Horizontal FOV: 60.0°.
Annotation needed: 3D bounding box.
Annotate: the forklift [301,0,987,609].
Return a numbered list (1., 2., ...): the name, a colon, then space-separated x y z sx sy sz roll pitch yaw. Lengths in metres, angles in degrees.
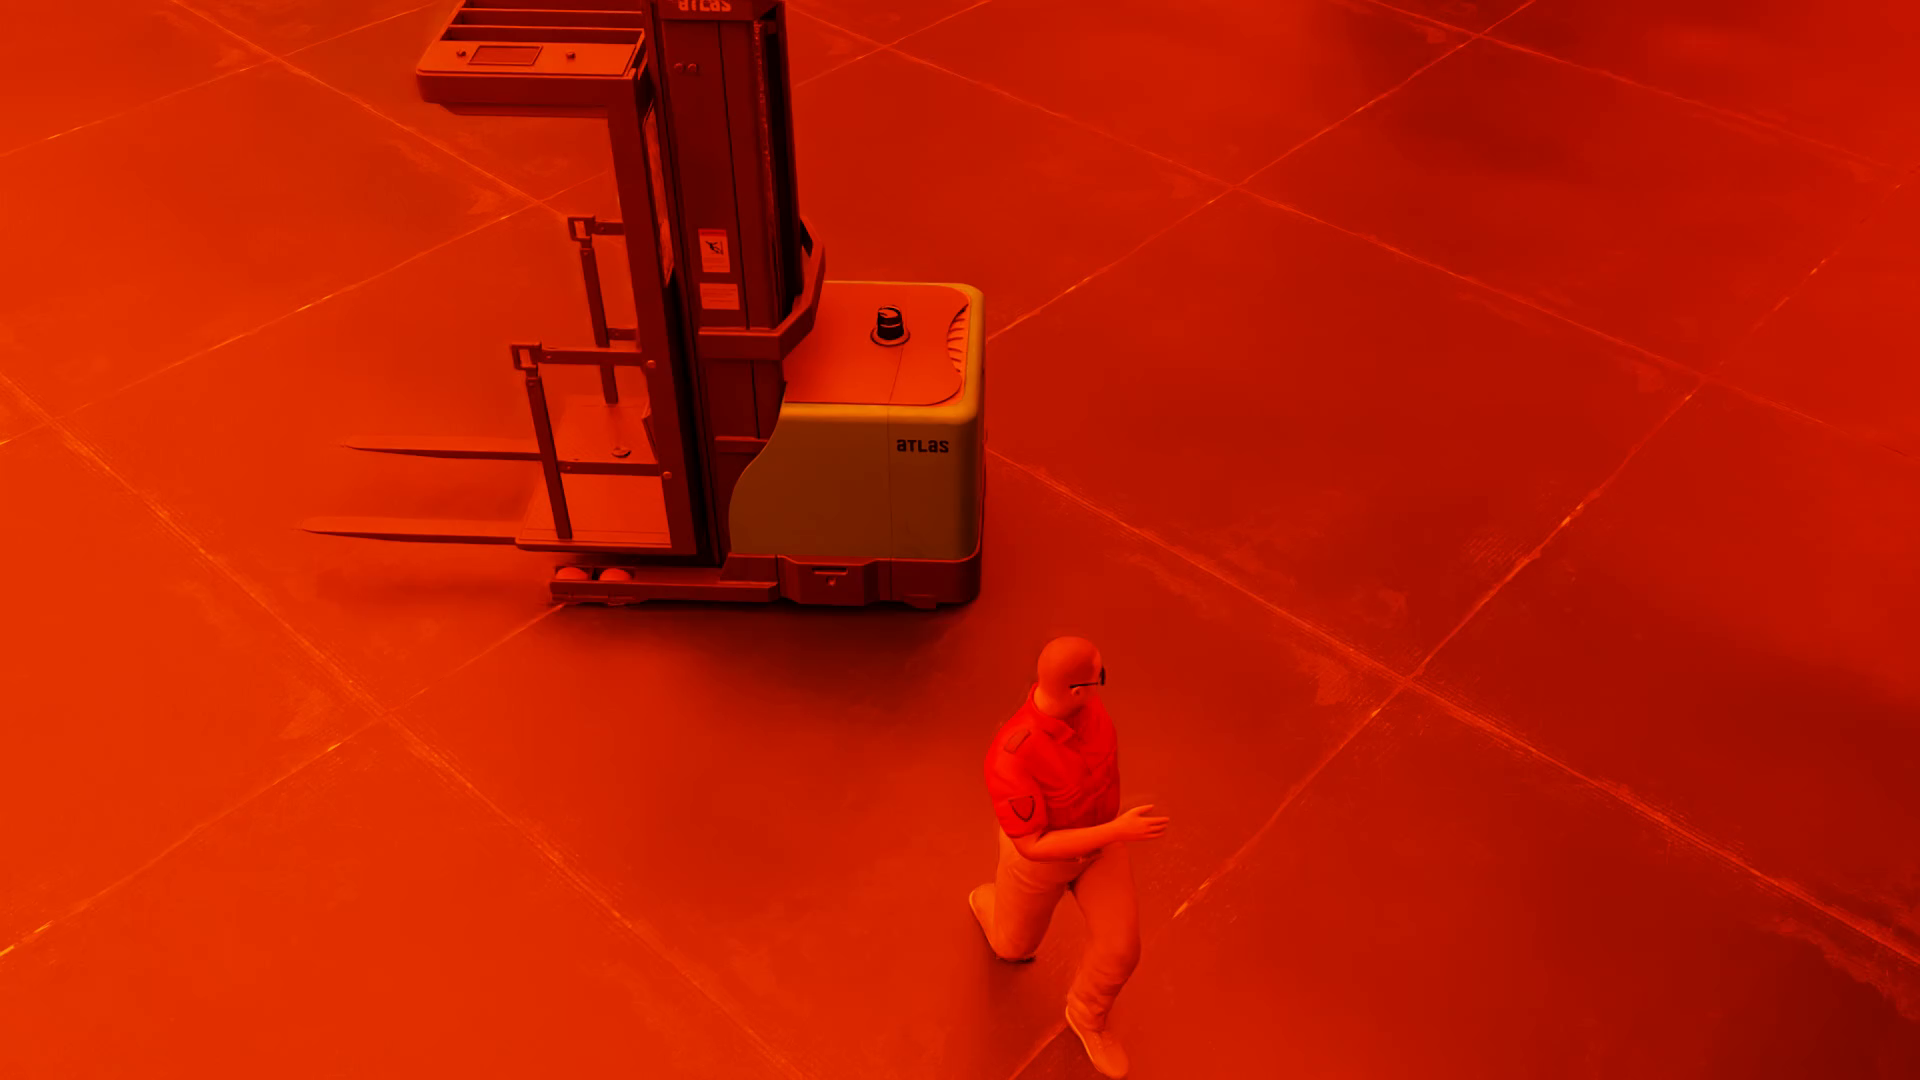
1. forklift: -1.408 -1.165 6.787 3.031 2.935 1.130 2 41 2

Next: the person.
1. person: 0.311 0.949 5.345 0.567 1.652 0.925 -22 45 -23
